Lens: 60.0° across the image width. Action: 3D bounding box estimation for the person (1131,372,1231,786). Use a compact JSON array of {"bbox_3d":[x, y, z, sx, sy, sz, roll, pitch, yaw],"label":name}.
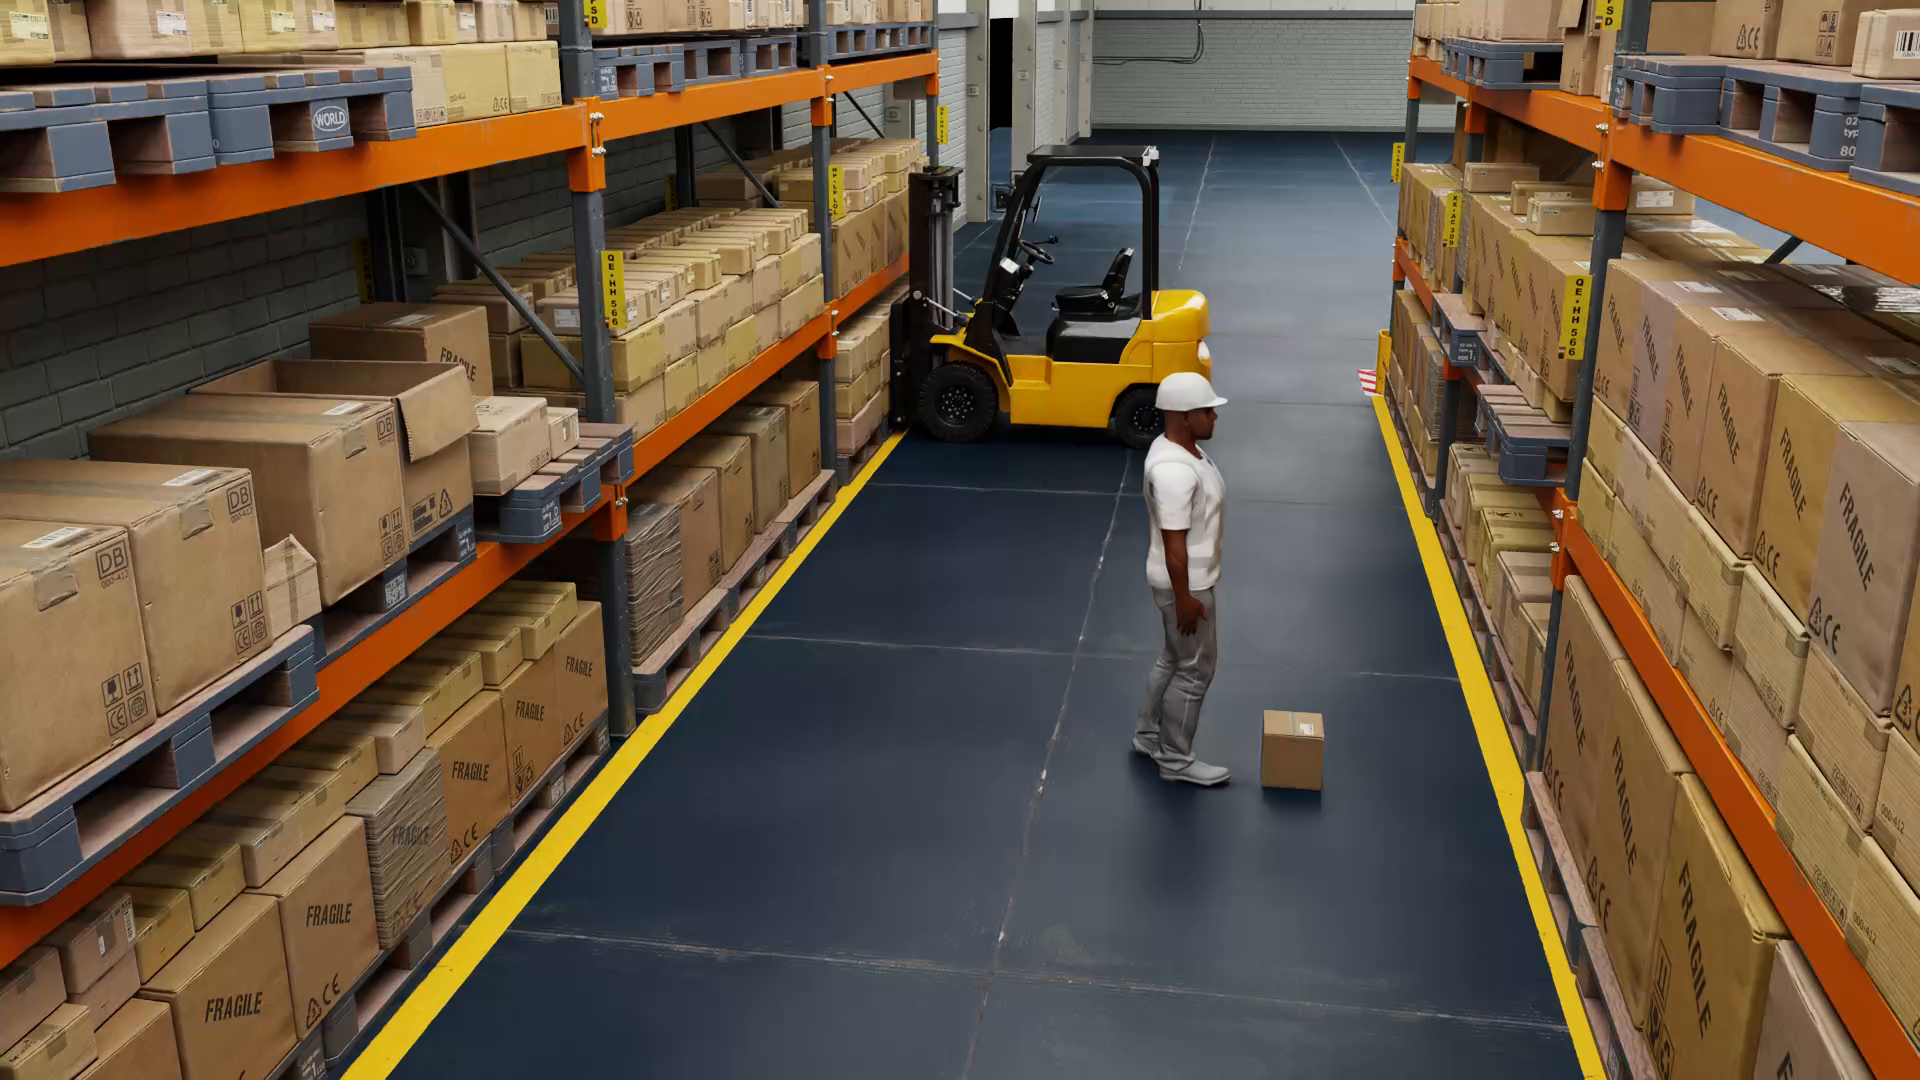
[{"bbox_3d":[0.962,0.197,7.029,0.446,1.833,0.571,3,18,10],"label":"person"}]
